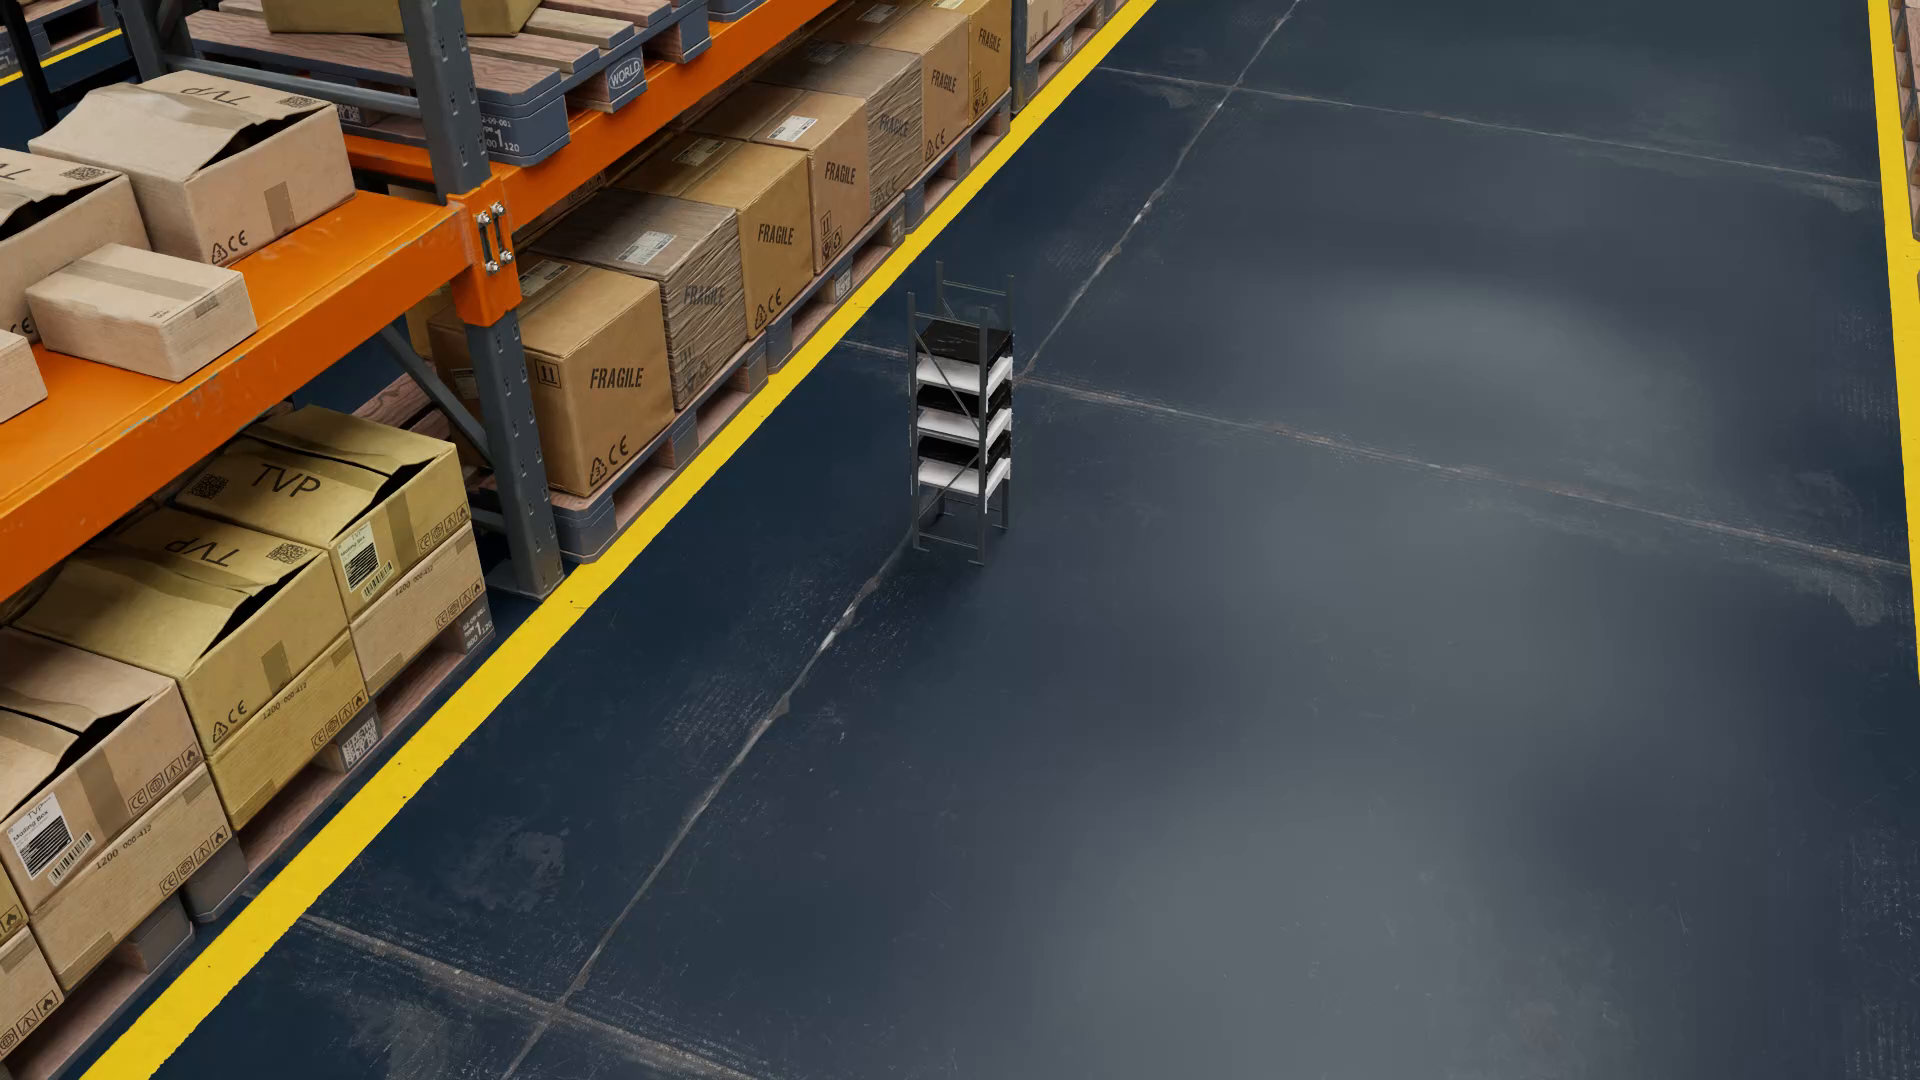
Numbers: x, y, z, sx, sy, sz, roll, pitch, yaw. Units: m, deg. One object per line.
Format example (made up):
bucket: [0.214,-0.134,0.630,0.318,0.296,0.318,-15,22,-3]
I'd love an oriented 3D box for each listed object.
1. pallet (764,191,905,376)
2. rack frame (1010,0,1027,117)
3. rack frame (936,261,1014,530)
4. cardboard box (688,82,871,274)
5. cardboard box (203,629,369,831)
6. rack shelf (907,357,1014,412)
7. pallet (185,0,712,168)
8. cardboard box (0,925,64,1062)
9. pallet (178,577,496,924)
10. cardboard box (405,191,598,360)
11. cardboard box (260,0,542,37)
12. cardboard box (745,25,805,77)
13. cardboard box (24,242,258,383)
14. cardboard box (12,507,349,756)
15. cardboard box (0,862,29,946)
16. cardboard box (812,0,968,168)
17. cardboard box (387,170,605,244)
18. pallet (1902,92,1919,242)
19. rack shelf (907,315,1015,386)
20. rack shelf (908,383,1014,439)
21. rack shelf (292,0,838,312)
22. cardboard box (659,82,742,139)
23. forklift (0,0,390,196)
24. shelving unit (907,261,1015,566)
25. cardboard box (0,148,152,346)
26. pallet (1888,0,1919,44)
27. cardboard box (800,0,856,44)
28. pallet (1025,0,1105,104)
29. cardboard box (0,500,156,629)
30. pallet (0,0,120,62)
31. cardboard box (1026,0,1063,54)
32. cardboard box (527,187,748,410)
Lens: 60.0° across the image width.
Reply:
pallet: [-0.907,-1.122,6.575,1.003,0.211,1.213,14,39,18]
rack frame: [-0.170,-3.376,7.261,1.000,3.000,0.127,14,39,18]
rack frame: [0.042,-0.421,5.062,0.240,0.900,0.006,14,39,18]
cardboard box: [-0.671,-1.381,6.312,0.500,0.500,0.500,13,39,16]
cardboard box: [-1.860,0.405,4.149,0.500,0.250,0.500,13,39,17]
rack shelf: [0.003,-0.482,4.899,0.258,0.077,0.200,14,39,18]
pallet: [-1.499,-1.476,4.879,1.213,0.211,1.003,14,39,18]
cardboard box: [-2.247,0.968,3.395,0.500,0.250,0.500,15,39,19]
pallet: [-2.041,0.403,4.535,1.003,0.211,1.213,14,39,18]
cardboard box: [-1.553,-0.907,5.679,0.500,0.500,0.500,15,39,20]
cardboard box: [-1.557,-1.744,4.643,0.700,0.500,0.500,2,37,2]
cardboard box: [-0.960,-2.085,6.628,0.500,0.250,0.500,14,39,18]
cardboard box: [-1.779,-0.500,3.623,0.380,0.149,0.250,14,39,18]
cardboard box: [-1.855,0.183,3.978,0.500,0.311,0.500,13,39,17]
cardboard box: [-2.243,0.738,3.234,0.500,0.311,0.500,15,39,19]
cardboard box: [-0.289,-1.941,7.061,0.500,0.500,0.500,14,39,18]
cardboard box: [-1.536,-1.240,5.498,0.500,0.250,0.500,15,39,19]
pallet: [4.653,-1.544,7.140,1.003,0.211,1.213,14,39,18]
rack shelf: [0.003,-0.555,4.845,0.258,0.077,0.200,14,39,18]
rack shelf: [0.003,-0.410,4.953,0.258,0.077,0.200,14,39,18]
rack shelf: [-0.931,-1.980,5.995,1.077,0.370,4.000,14,39,18]
cardboard box: [-1.162,-1.486,6.453,0.500,0.500,0.500,12,39,16]
forklift: [-2.826,-2.207,5.754,1.130,2.935,3.031,14,39,18]
shelving unit: [0.003,-0.365,4.987,0.258,0.900,0.210,14,39,18]
cardboard box: [-2.212,-0.674,3.721,0.500,0.311,0.500,13,39,17]
pallet: [5.582,-2.895,8.947,1.003,0.211,1.213,14,39,18]
cardboard box: [-0.772,-2.041,7.195,0.500,0.500,0.500,14,39,18]
pallet: [0.092,-2.639,8.604,1.003,0.211,1.213,14,39,18]
cardboard box: [-2.355,0.063,4.138,0.500,0.311,0.500,13,39,17]
pallet: [-4.977,-2.941,9.008,1.003,0.211,1.213,14,39,18]
cardboard box: [0.190,-2.658,8.179,0.500,0.311,0.500,14,39,18]
cardboard box: [-1.061,-0.814,5.554,0.500,0.500,0.500,12,39,16]
